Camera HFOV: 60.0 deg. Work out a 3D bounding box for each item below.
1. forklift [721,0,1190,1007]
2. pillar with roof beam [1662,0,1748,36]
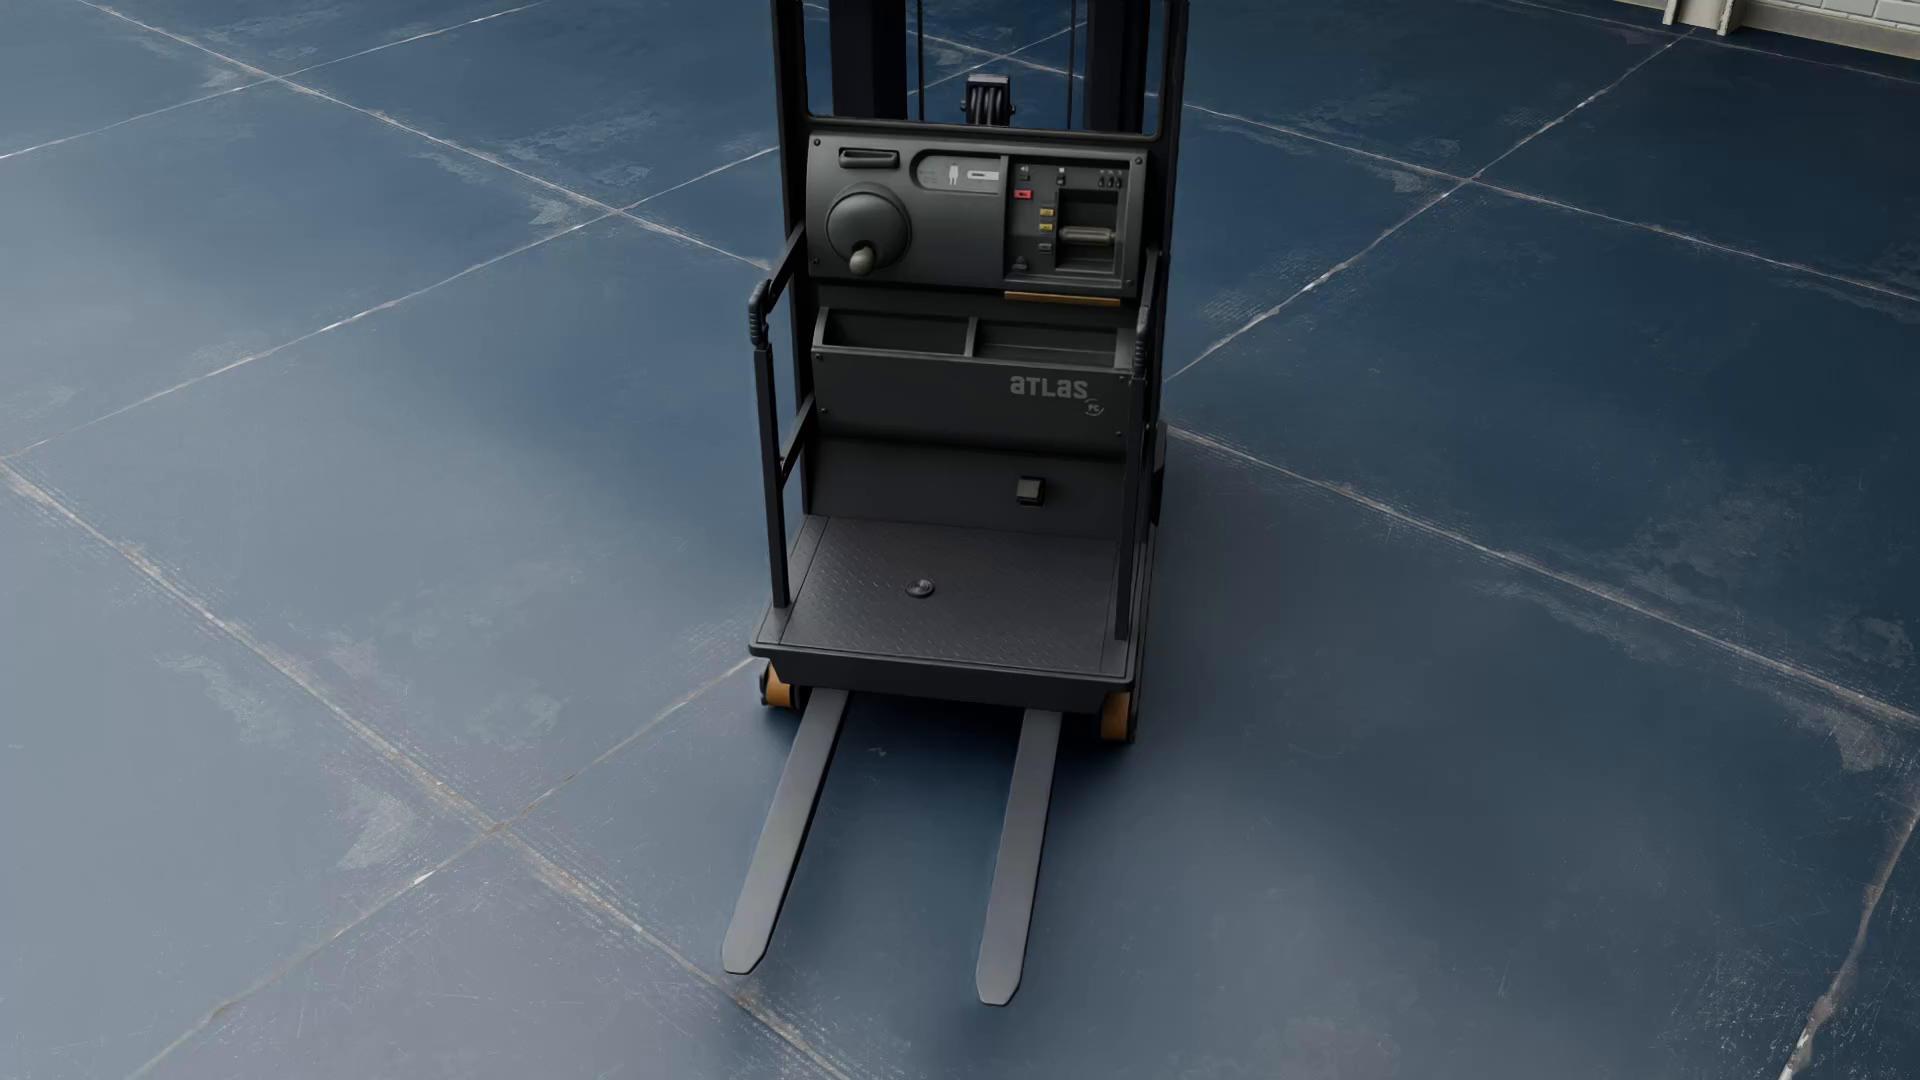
[{"bbox_3d":[0.008,-0.834,4.376,1.130,2.935,3.031,5,35,7],"label":"forklift"},{"bbox_3d":[1.931,-5.097,5.222,0.400,9.000,9.100,25,42,32],"label":"pillar with roof beam"}]
